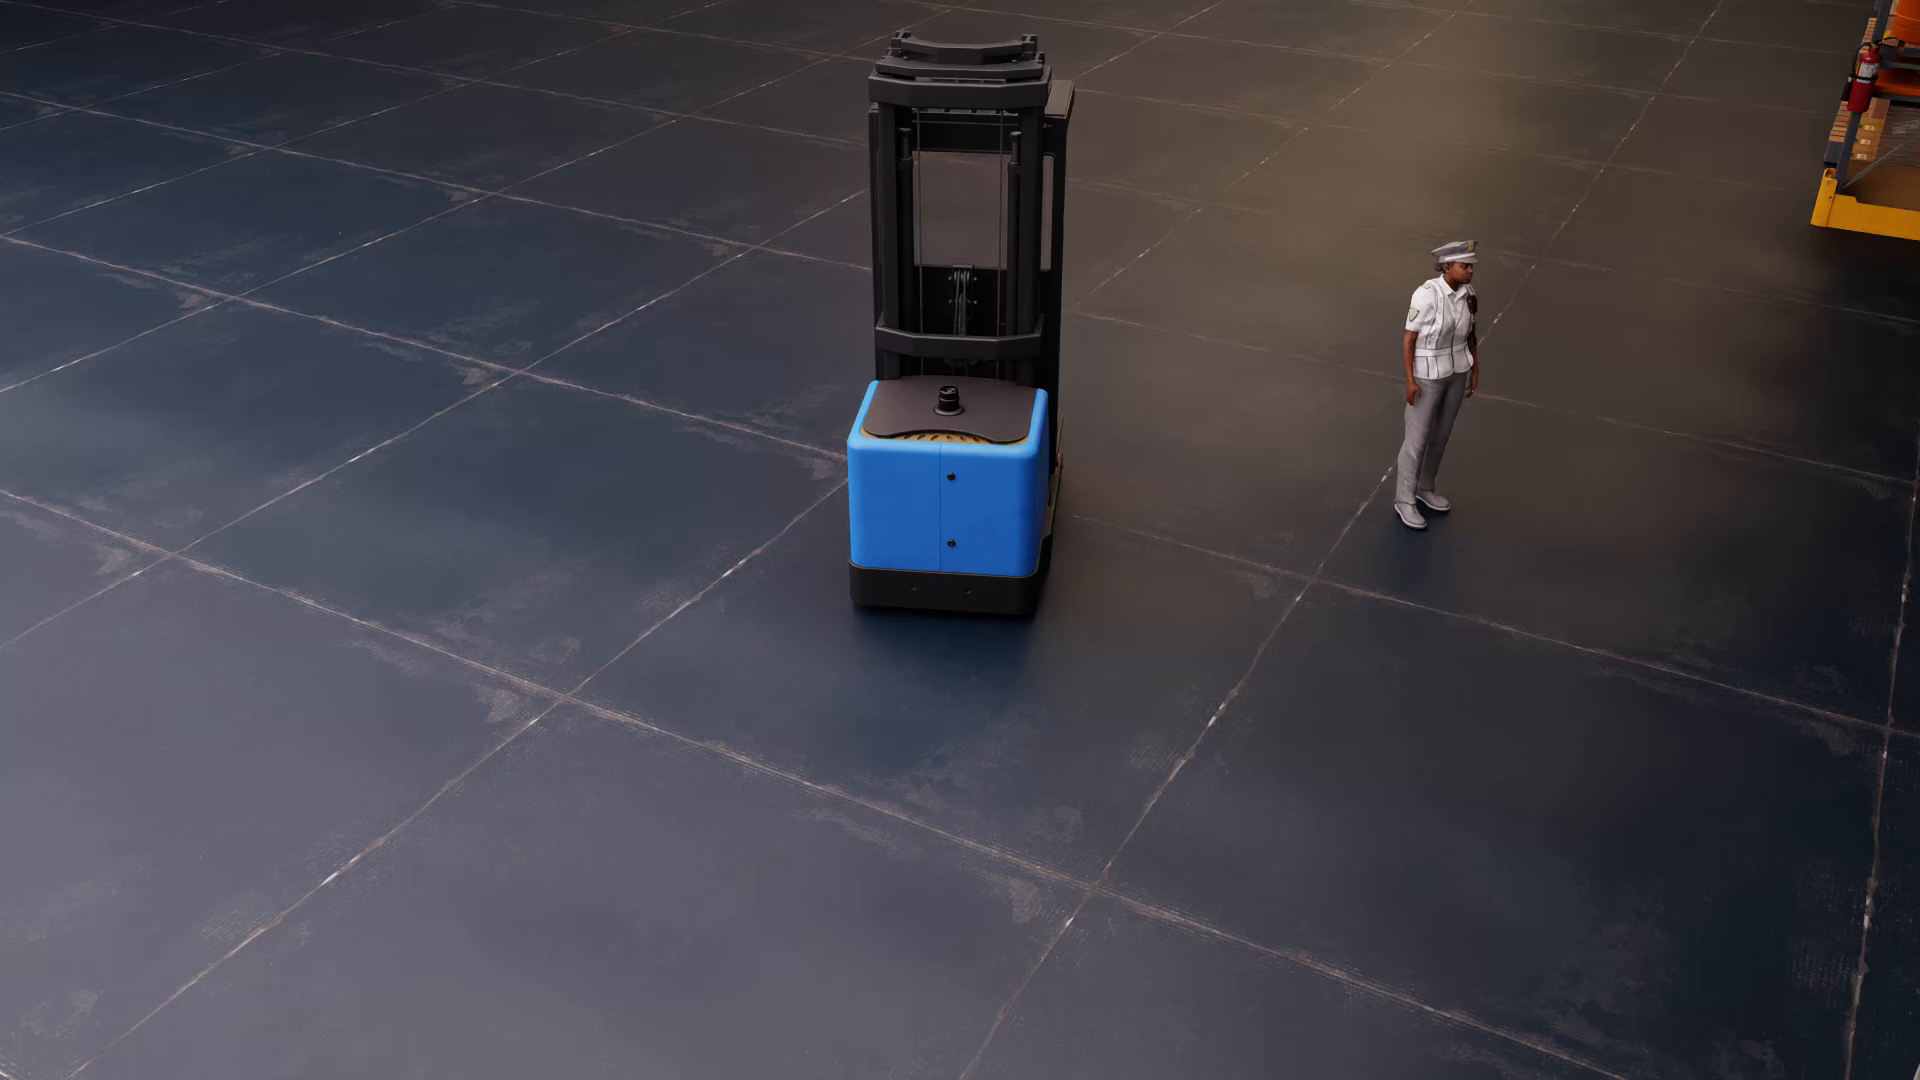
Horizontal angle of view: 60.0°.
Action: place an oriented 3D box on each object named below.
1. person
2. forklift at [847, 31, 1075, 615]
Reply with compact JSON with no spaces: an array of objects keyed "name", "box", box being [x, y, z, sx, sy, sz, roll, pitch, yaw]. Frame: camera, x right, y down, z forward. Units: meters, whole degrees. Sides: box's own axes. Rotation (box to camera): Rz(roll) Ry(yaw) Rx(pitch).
[{"name":"person","box":[2.898,-0.959,9.955,0.567,1.694,0.530,-14,33,-22]},{"name":"forklift","box":[0.072,-1.572,9.794,1.130,2.935,3.031,3,30,6]}]
